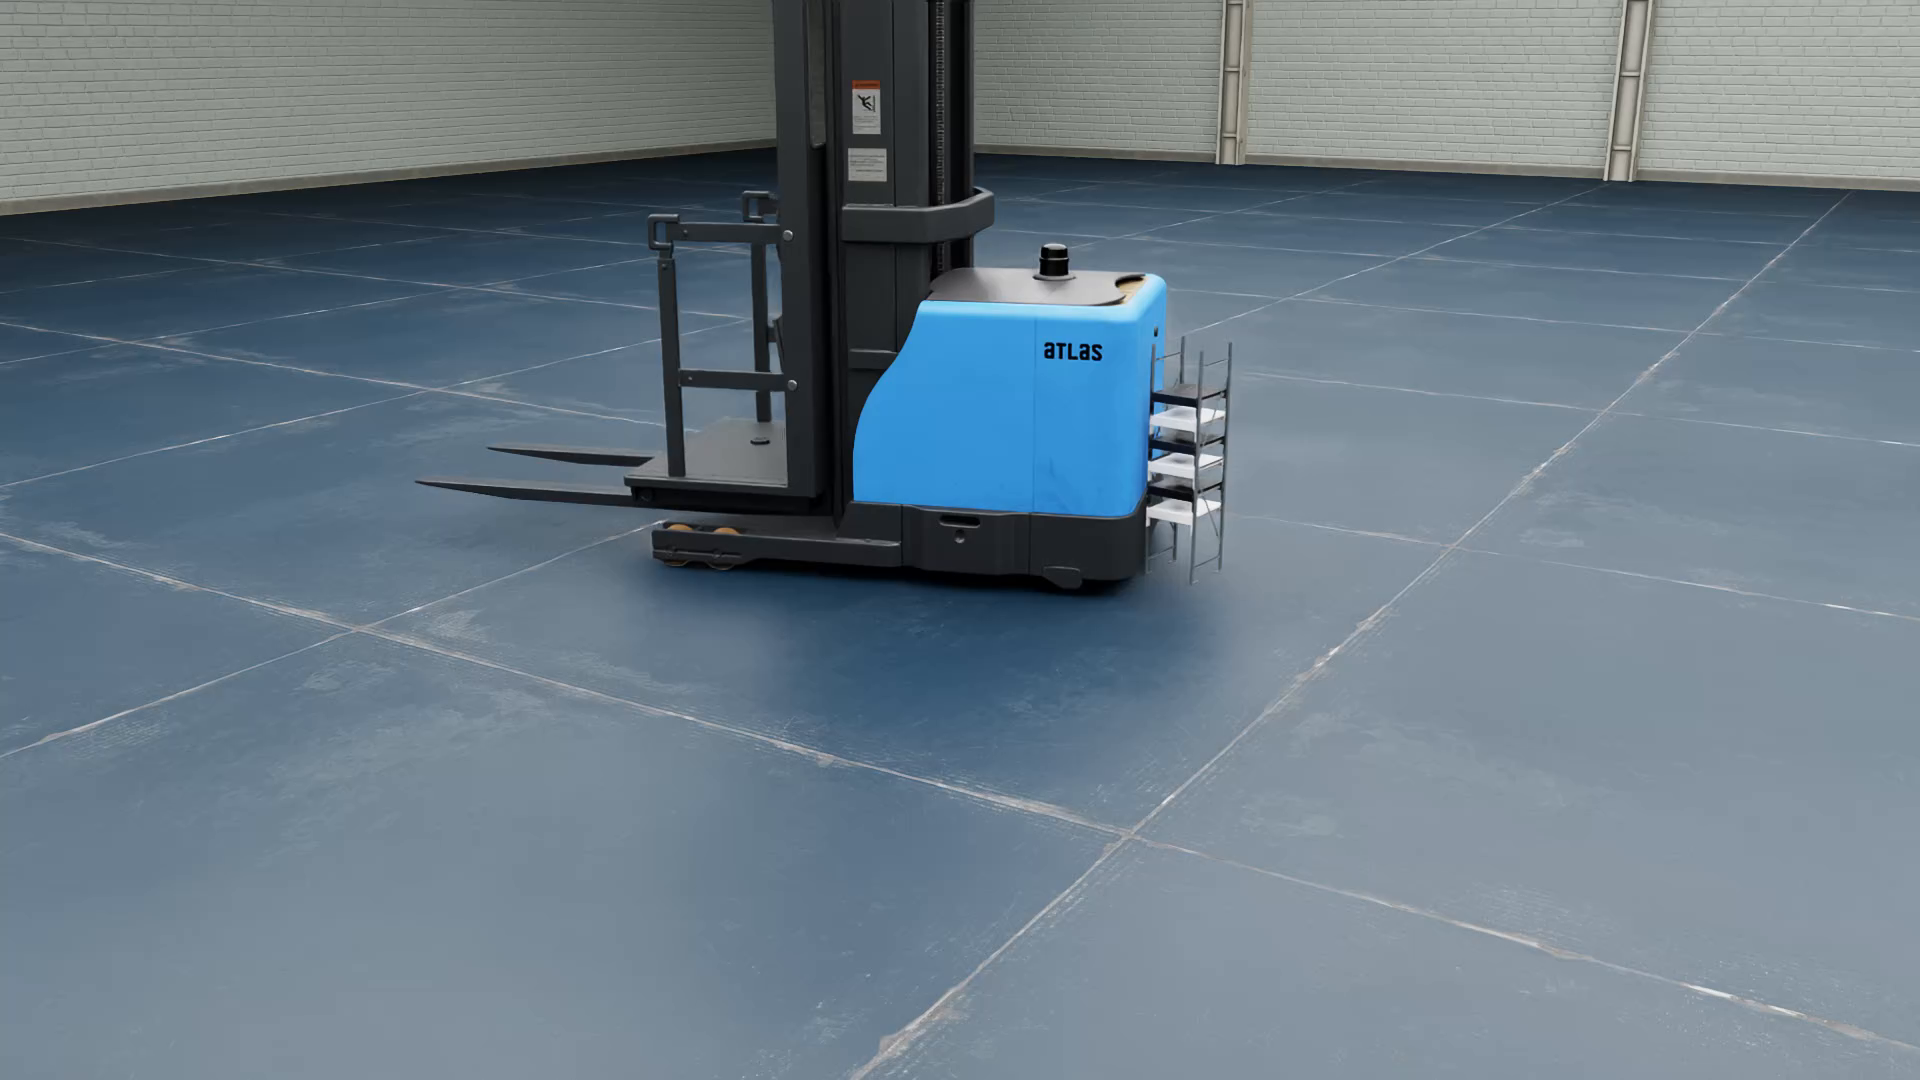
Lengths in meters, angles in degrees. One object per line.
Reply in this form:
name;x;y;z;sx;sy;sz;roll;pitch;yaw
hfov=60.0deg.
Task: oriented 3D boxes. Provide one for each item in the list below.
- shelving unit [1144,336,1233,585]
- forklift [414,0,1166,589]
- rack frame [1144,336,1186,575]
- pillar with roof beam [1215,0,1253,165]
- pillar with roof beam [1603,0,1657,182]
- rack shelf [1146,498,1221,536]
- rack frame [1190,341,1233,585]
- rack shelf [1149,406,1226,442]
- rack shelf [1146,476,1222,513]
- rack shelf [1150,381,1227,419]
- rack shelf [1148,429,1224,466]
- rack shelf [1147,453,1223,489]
shelving unit;0.867;-0.304;6.332;0.210;0.900;0.258;13;21;36
forklift;-0.725;-1.427;6.536;3.031;2.935;1.130;4;17;13
rack frame;0.786;-0.322;6.391;0.006;0.900;0.240;13;21;36
pillar with roof beam;2.128;-9.331;22.118;0.400;9.000;9.100;10;20;30
pillar with roof beam;7.241;-8.419;19.114;0.400;9.000;9.100;10;20;30
rack shelf;0.867;-0.100;6.394;0.200;0.077;0.258;13;21;36
rack frame;0.948;-0.286;6.273;0.006;0.900;0.240;13;21;36
rack shelf;0.867;-0.444;6.289;0.200;0.077;0.258;13;21;36
rack shelf;0.867;-0.186;6.368;0.200;0.077;0.258;13;21;36
rack shelf;0.867;-0.530;6.263;0.200;0.077;0.258;13;21;36
rack shelf;0.867;-0.358;6.316;0.200;0.077;0.258;13;21;36
rack shelf;0.867;-0.272;6.342;0.200;0.077;0.258;13;21;36
